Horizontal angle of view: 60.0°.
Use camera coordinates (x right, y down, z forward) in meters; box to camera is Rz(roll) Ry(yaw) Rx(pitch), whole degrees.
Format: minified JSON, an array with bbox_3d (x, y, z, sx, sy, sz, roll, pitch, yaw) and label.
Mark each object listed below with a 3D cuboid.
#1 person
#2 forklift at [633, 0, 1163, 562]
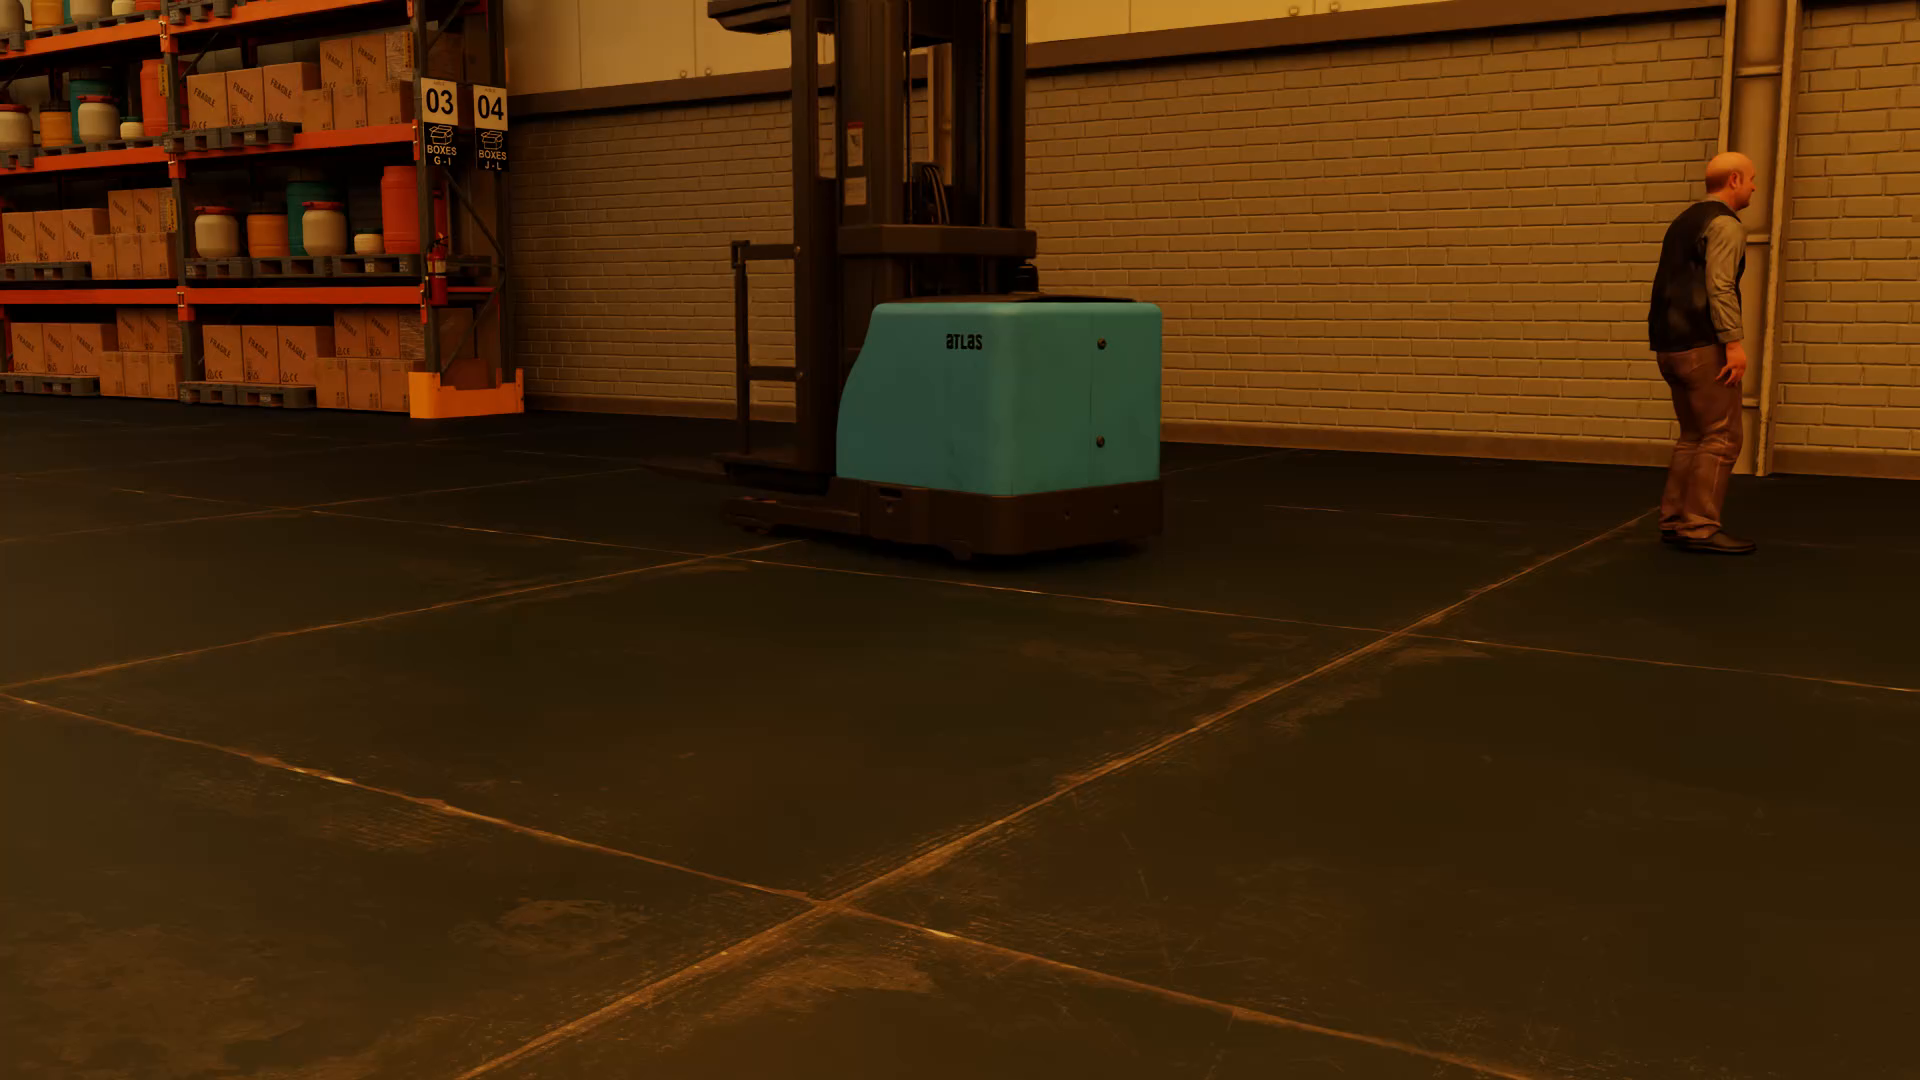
[{"bbox_3d":[3.252,-0.822,7.286,0.428,1.720,0.581,1,8,4],"label":"person"},{"bbox_3d":[-0.480,-1.518,7.866,1.130,2.935,3.031,-7,11,-42],"label":"forklift"}]
